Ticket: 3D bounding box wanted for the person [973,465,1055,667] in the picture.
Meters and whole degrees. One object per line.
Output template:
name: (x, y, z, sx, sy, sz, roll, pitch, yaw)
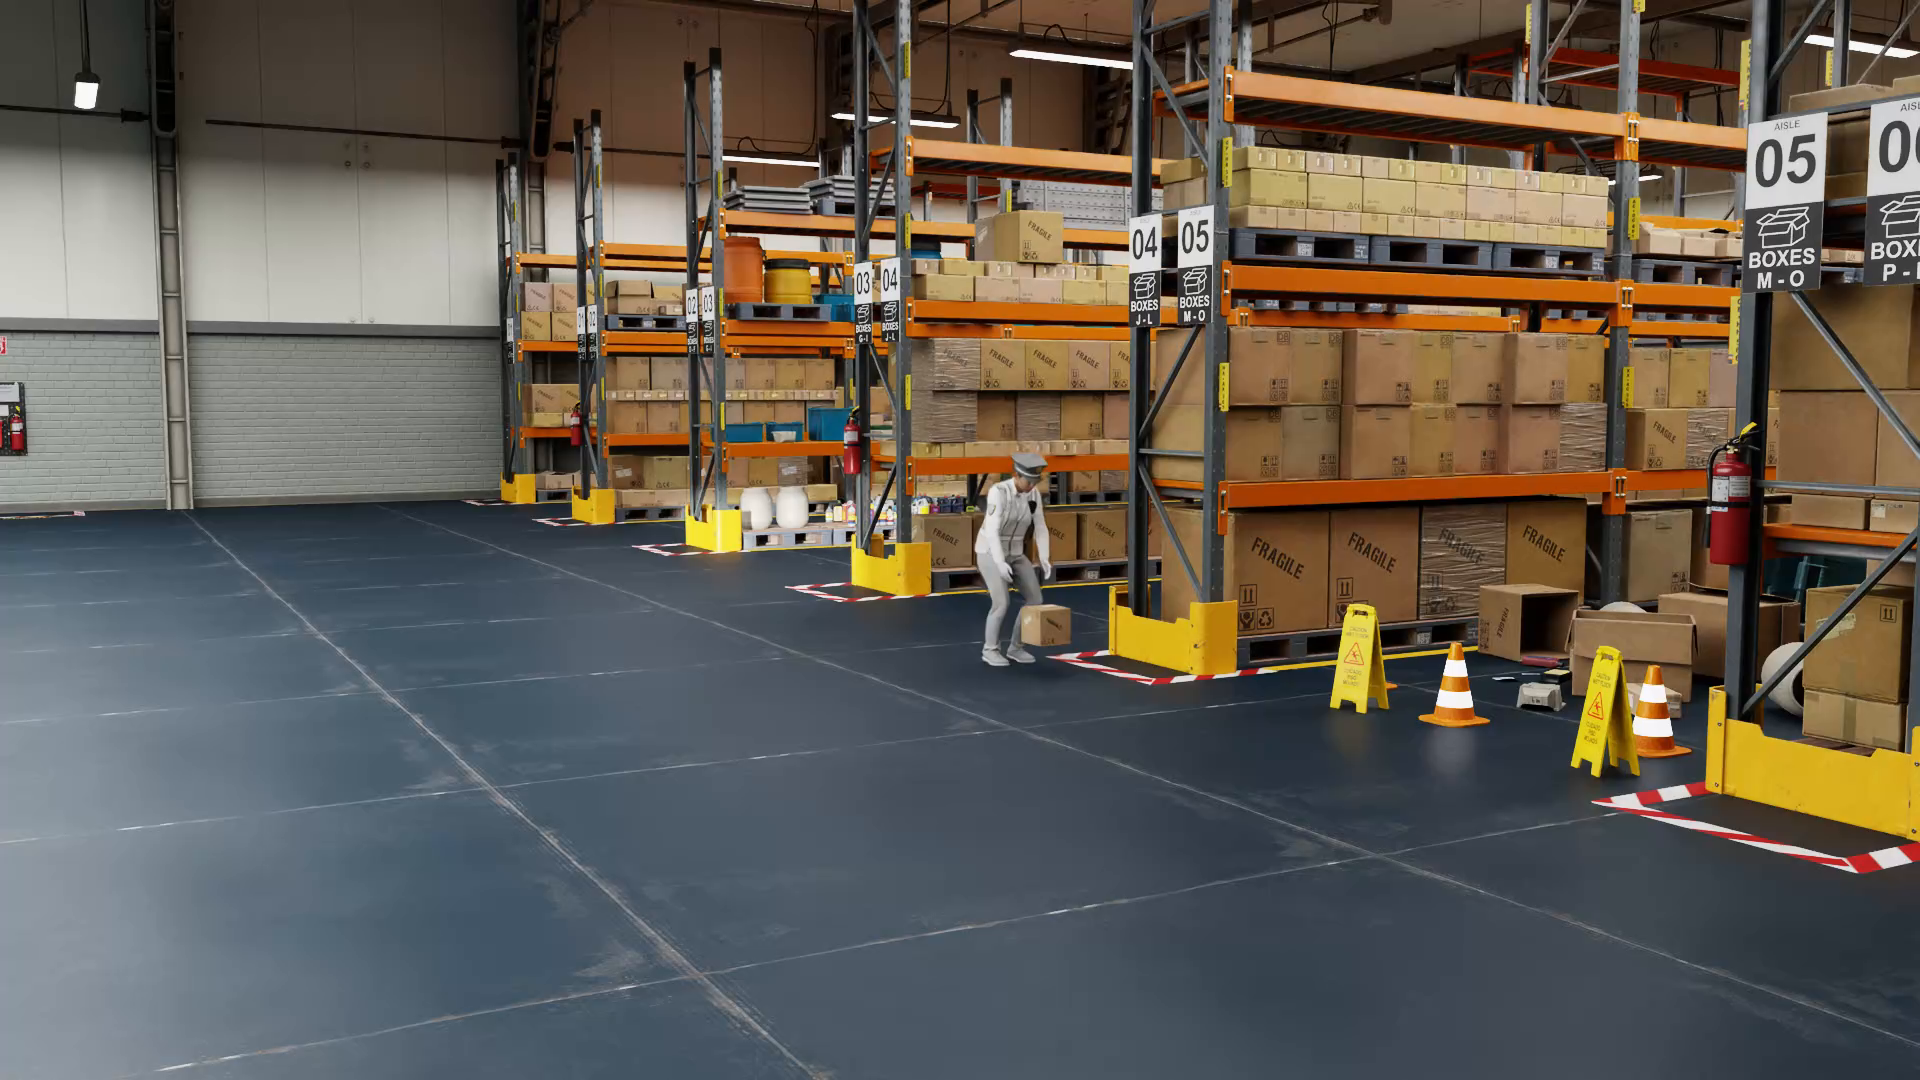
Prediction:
person: (0.405, 0.178, 11.886, 0.534, 1.430, 0.673, -3, 6, -32)
